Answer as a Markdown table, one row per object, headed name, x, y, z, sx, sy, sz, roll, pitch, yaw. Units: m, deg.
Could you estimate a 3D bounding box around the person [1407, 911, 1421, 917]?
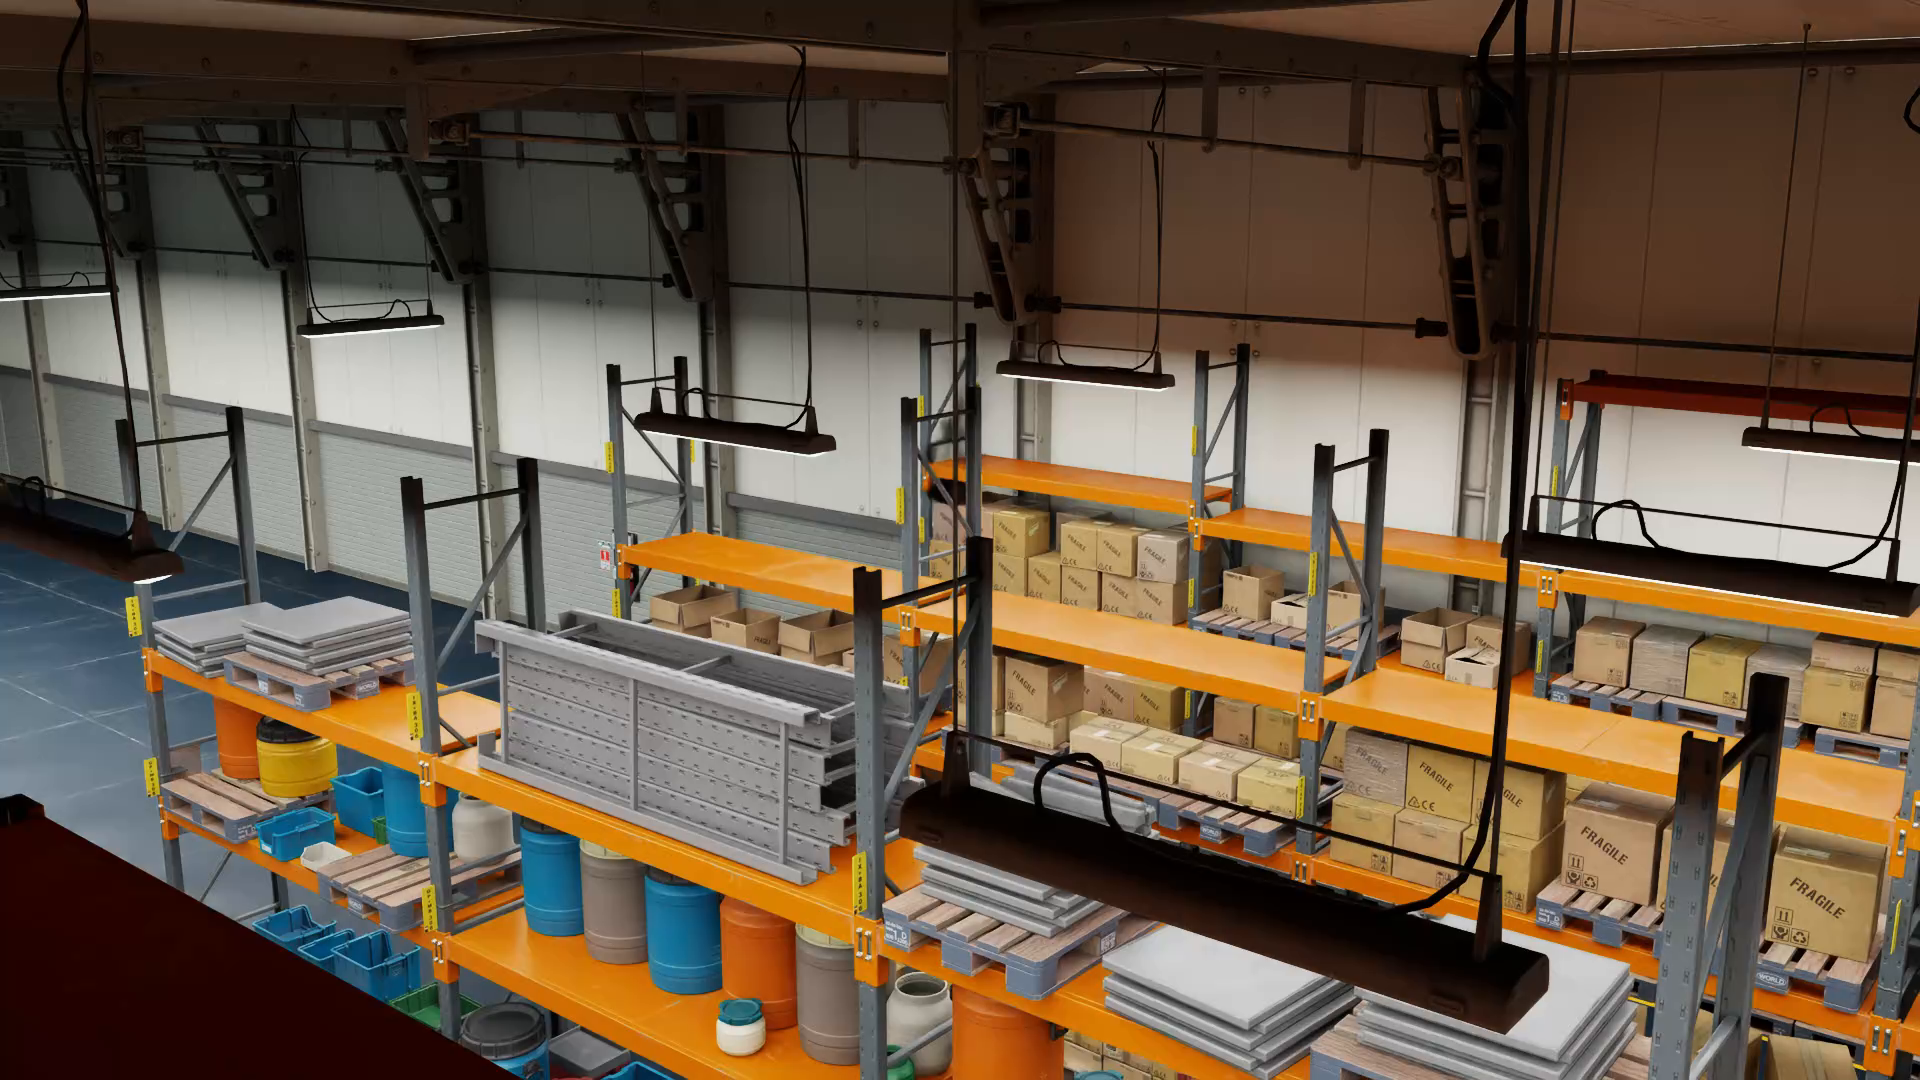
| name | x | y | z | sx | sy | sz | roll | pitch | yaw |
| --- | --- | --- | --- | --- | --- | --- | --- | --- | --- |
| person | 4.074 | 4.039 | 14.809 | 0.662 | 1.592 | 0.587 | 8 | 15 | 31 |
